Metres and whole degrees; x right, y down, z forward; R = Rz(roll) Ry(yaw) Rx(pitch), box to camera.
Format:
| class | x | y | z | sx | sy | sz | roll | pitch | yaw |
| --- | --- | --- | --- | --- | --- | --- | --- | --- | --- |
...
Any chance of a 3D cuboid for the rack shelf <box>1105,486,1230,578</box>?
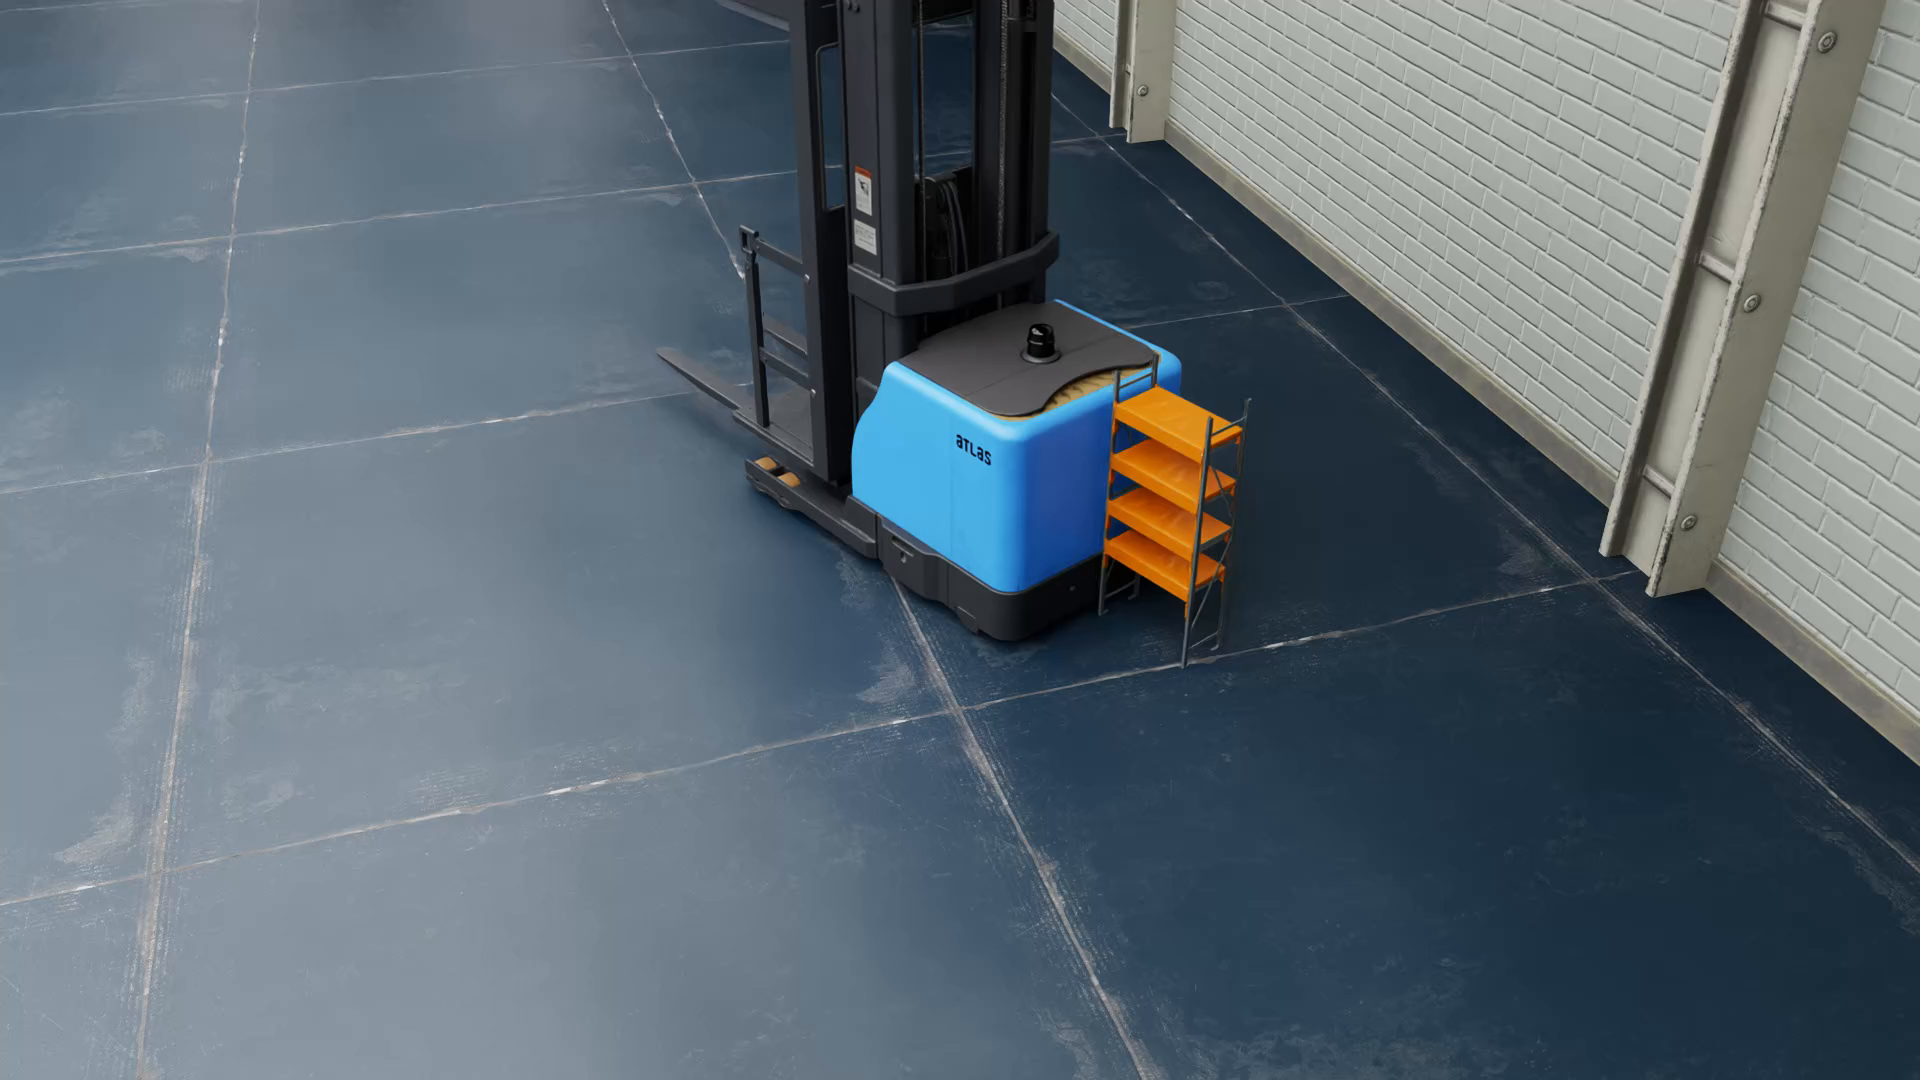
| class | x | y | z | sx | sy | sz | roll | pitch | yaw |
| --- | --- | --- | --- | --- | --- | --- | --- | --- | --- |
| rack shelf | 0.861 | -0.052 | 6.857 | 0.258 | 0.148 | 0.480 | -26 | 42 | -33 |

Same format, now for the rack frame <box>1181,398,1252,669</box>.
| class | x | y | z | sx | sy | sz | roll | pitch | yaw |
| --- | --- | --- | --- | --- | --- | --- | --- | --- | --- |
| rack frame | 1.022 | -0.004 | 6.667 | 0.240 | 1.200 | 0.015 | -26 | 42 | -33 |

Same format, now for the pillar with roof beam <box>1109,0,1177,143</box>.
| class | x | y | z | sx | sy | sz | roll | pitch | yaw |
| --- | --- | --- | --- | --- | --- | --- | --- | --- | --- |
| pillar with roof beam | -2.778 | -6.054 | 8.749 | 9.100 | 9.000 | 0.400 | -10 | 35 | -15 |

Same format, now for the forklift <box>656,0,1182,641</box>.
| class | x | y | z | sx | sy | sz | roll | pitch | yaw |
| --- | --- | --- | --- | --- | --- | --- | --- | --- | --- |
| forklift | -0.389 | -1.537 | 7.417 | 1.130 | 2.935 | 3.031 | -25 | 41 | -33 |

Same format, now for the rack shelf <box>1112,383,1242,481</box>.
| class | x | y | z | sx | sy | sz | roll | pitch | yaw |
| --- | --- | --- | --- | --- | --- | --- | --- | --- | --- |
| rack shelf | 0.865 | -0.434 | 6.599 | 0.258 | 0.148 | 0.480 | -26 | 42 | -33 |

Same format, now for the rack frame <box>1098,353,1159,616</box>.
| class | x | y | z | sx | sy | sz | roll | pitch | yaw |
| --- | --- | --- | --- | --- | --- | --- | --- | --- | --- |
| rack frame | 0.702 | -0.212 | 6.971 | 0.240 | 1.200 | 0.015 | -26 | 42 | -33 |

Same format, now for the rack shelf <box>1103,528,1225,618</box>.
| class | x | y | z | sx | sy | sz | roll | pitch | yaw |
| --- | --- | --- | --- | --- | --- | --- | --- | --- | --- |
| rack shelf | 0.860 | 0.112 | 6.968 | 0.258 | 0.148 | 0.480 | -26 | 42 | -33 |

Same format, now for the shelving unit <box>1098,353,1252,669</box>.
| class | x | y | z | sx | sy | sz | roll | pitch | yaw |
| --- | --- | --- | --- | --- | --- | --- | --- | --- | --- |
| shelving unit | 0.862 | -0.108 | 6.819 | 0.258 | 1.200 | 0.503 | -26 | 42 | -33 |

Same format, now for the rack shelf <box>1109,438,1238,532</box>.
| class | x | y | z | sx | sy | sz | roll | pitch | yaw |
| --- | --- | --- | --- | --- | --- | --- | --- | --- | --- |
| rack shelf | 0.863 | -0.238 | 6.732 | 0.258 | 0.148 | 0.480 | -26 | 42 | -33 |

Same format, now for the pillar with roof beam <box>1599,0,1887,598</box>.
| class | x | y | z | sx | sy | sz | roll | pitch | yaw |
| --- | --- | --- | --- | --- | --- | --- | --- | --- | --- |
| pillar with roof beam | -0.948 | -2.904 | 3.982 | 9.100 | 9.000 | 0.400 | -10 | 35 | -15 |
